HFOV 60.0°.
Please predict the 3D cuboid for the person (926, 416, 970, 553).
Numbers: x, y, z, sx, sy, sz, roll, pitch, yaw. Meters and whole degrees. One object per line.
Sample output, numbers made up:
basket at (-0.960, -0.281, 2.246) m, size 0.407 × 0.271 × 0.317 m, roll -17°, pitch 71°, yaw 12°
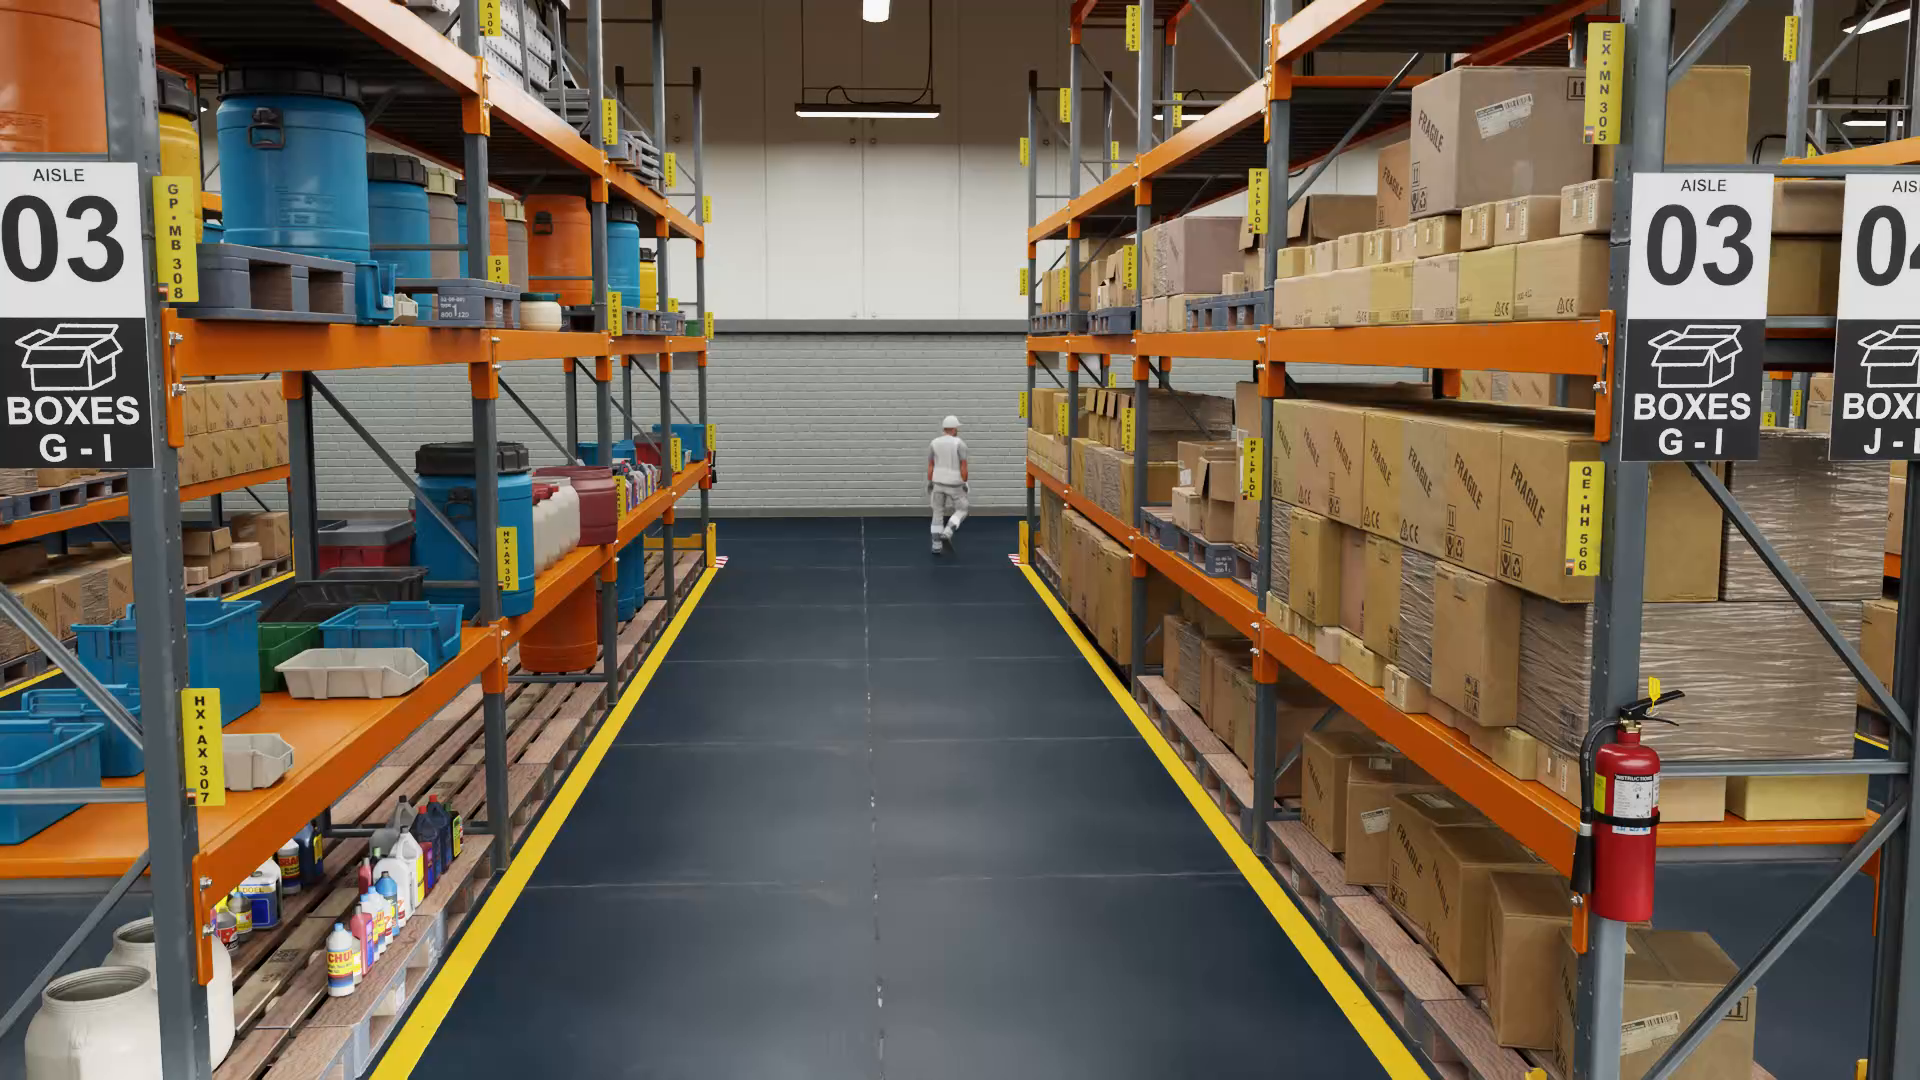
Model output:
person at (-0.162, -0.713, 21.509) m, size 0.621 × 1.780 × 0.467 m, roll 2°, pitch 7°, yaw 17°
